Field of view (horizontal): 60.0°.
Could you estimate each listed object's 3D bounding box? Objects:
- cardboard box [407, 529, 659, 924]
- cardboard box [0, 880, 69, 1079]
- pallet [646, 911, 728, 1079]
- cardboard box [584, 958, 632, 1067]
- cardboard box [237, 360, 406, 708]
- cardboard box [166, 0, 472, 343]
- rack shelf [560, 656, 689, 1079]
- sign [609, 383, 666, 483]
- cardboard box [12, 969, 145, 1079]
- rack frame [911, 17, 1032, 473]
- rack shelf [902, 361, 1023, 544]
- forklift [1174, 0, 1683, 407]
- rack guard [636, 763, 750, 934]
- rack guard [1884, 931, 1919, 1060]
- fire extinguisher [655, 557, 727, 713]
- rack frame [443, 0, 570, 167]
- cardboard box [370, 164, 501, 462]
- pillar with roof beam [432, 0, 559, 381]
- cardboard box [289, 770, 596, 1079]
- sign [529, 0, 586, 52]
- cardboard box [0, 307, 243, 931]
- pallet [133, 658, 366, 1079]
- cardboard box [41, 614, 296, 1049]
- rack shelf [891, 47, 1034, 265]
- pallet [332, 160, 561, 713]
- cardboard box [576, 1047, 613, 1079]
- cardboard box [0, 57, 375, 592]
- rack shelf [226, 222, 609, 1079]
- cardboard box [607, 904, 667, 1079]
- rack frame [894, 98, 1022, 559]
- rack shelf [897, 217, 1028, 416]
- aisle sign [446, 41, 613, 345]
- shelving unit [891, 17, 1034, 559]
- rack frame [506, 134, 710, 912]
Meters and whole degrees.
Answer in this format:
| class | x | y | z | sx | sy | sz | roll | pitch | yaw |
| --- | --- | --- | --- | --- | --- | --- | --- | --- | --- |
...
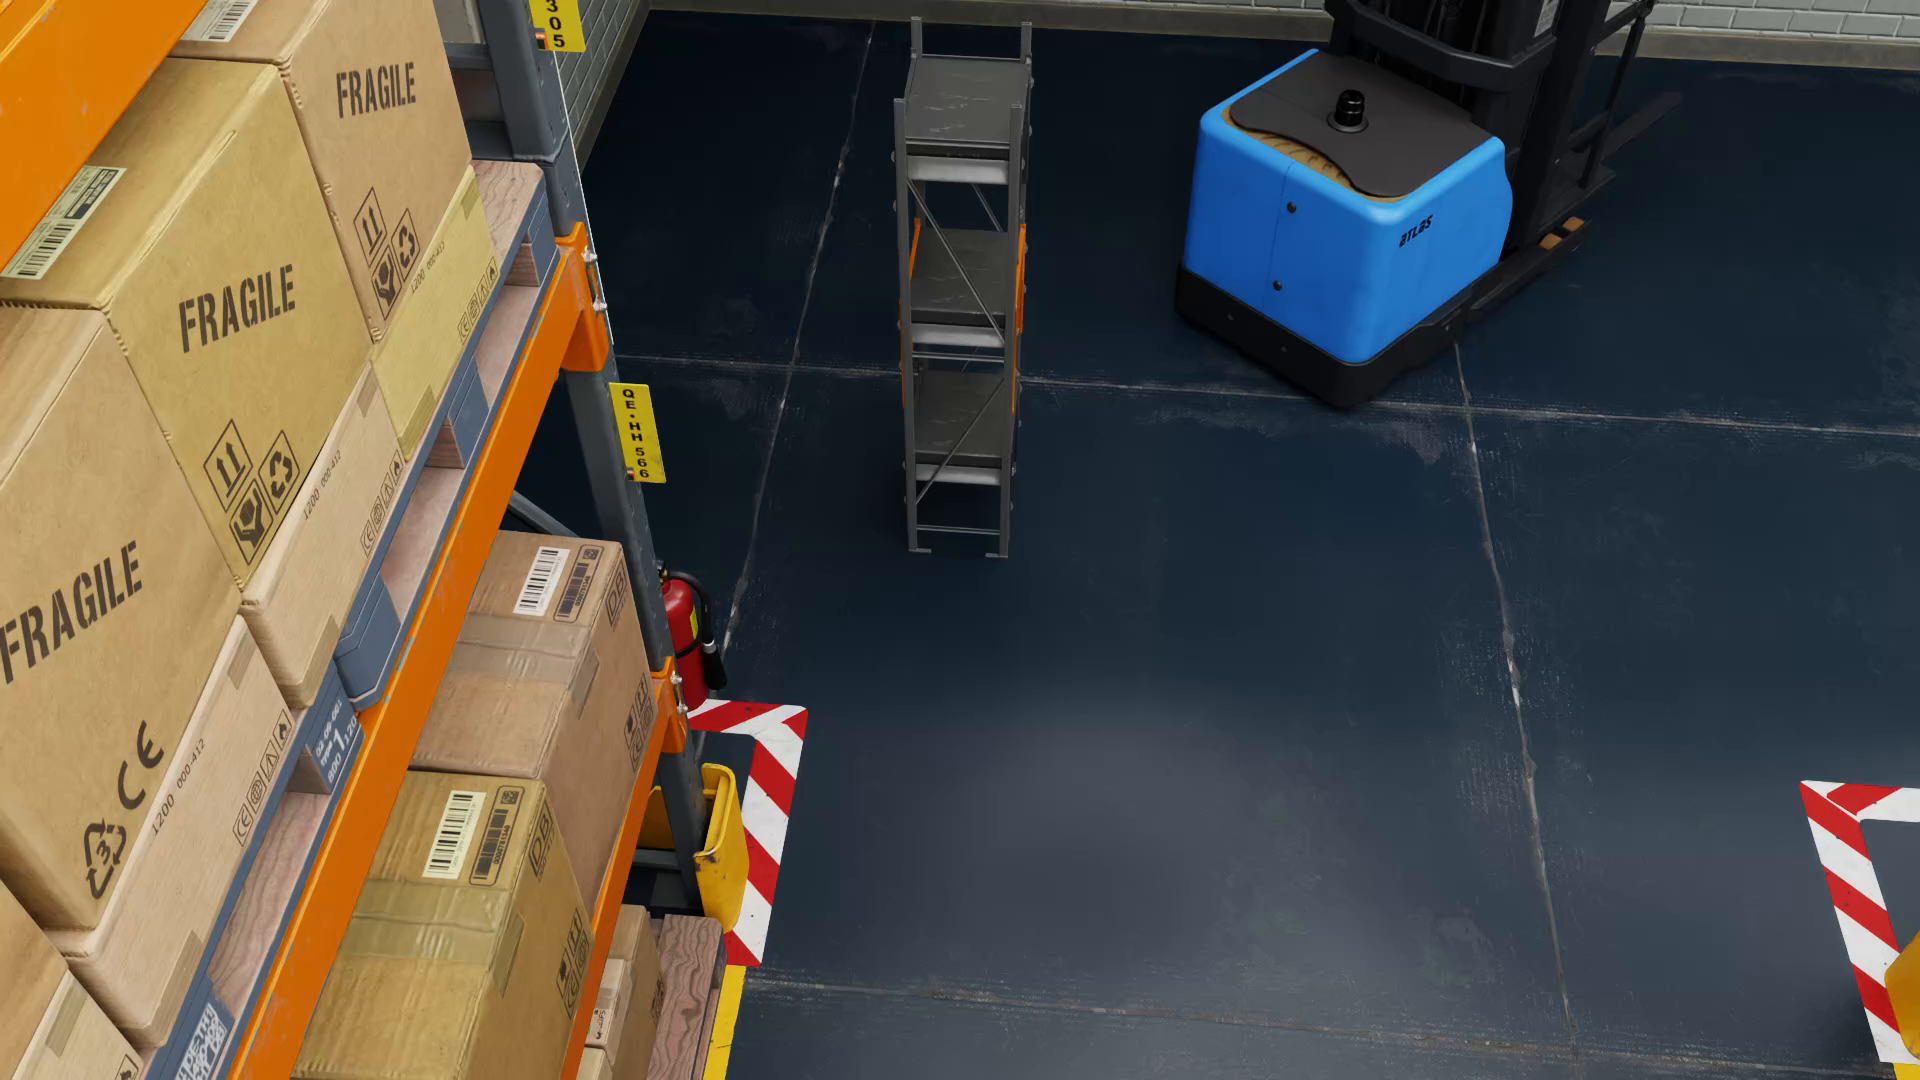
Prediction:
| class | x | y | z | sx | sy | sz | roll | pitch | yaw |
| --- | --- | --- | --- | --- | --- | --- | --- | --- | --- |
| cardboard box | -1.359 | 0.442 | 4.136 | 0.980 | 0.700 | 0.700 | 6 | 48 | 5 |
| cardboard box | -1.263 | 0.470 | 1.522 | 0.500 | 0.500 | 0.500 | 4 | 48 | 4 |
| pallet | -1.318 | 1.702 | 5.077 | 1.003 | 0.211 | 1.213 | 4 | 48 | 4 |
| cardboard box | -1.117 | 1.278 | 4.544 | 0.380 | 0.149 | 0.250 | 3 | 48 | 3 |
| cardboard box | -1.171 | -0.031 | 2.488 | 0.500 | 0.250 | 0.500 | 2 | 48 | 2 |
| cardboard box | -1.118 | -0.667 | 2.561 | 0.500 | 0.500 | 0.500 | 4 | 48 | 3 |
| rack shelf | -1.505 | 1.880 | 3.511 | 1.077 | 0.370 | 4.000 | 4 | 48 | 4 |
| sign | -0.784 | -0.256 | 4.033 | 0.100 | 0.325 | 0.005 | 4 | 48 | 4 |
| cardboard box | -1.262 | 0.729 | 1.793 | 0.500 | 0.250 | 0.500 | 3 | 48 | 2 |
| rack frame | 0.037 | -1.010 | 6.276 | 0.400 | 2.100 | 0.015 | 4 | 48 | 4 |
| rack shelf | 0.015 | -0.349 | 6.639 | 0.431 | 0.518 | 0.480 | 4 | 48 | 4 |
| forklift | 2.403 | -2.536 | 7.109 | 3.031 | 2.935 | 1.130 | -35 | 57 | -28 |
| rack guard | -1.320 | 0.994 | 5.528 | 1.175 | 0.500 | 0.348 | 4 | 48 | 4 |
| rack guard | 3.604 | 1.397 | 5.159 | 1.175 | 0.500 | 0.348 | 4 | 48 | 4 |
| fire extinguisher | -0.849 | 0.240 | 4.829 | 0.296 | 0.674 | 0.183 | 4 | 48 | 4 |
| rack frame | -1.323 | -1.857 | 2.376 | 1.000 | 3.000 | 0.127 | 4 | 48 | 4 |
| cardboard box | -1.125 | -0.414 | 2.838 | 0.500 | 0.250 | 0.500 | 5 | 48 | 5 |
| pillar with roof beam | 2.349 | -3.610 | 3.979 | 9.100 | 9.000 | 0.400 | 4 | 48 | 4 |
| cardboard box | -1.414 | 0.977 | 3.646 | 0.980 | 0.700 | 0.700 | 4 | 48 | 3 |
| sign | -0.784 | -1.070 | 3.143 | 0.100 | 0.325 | 0.005 | 4 | 48 | 4 |
| cardboard box | -1.213 | 0.084 | 1.874 | 0.500 | 0.500 | 0.500 | 2 | 48 | 2 |
| pallet | -1.488 | 0.630 | 2.194 | 1.003 | 0.211 | 1.213 | 4 | 48 | 4 |
| cardboard box | -1.214 | 0.352 | 2.138 | 0.500 | 0.250 | 0.500 | 3 | 48 | 2 |
| rack shelf | 0.015 | -1.294 | 5.606 | 0.431 | 0.518 | 0.480 | 4 | 48 | 4 |
| pallet | -1.380 | -0.269 | 3.017 | 1.003 | 0.211 | 1.213 | 4 | 48 | 4 |
| cardboard box | -1.140 | 1.466 | 4.372 | 0.380 | 0.149 | 0.250 | 5 | 48 | 5 |
| cardboard box | -1.174 | -0.300 | 2.225 | 0.500 | 0.500 | 0.500 | 5 | 48 | 5 |
| rack shelf | -1.505 | 0.868 | 2.404 | 1.077 | 0.370 | 4.000 | 4 | 48 | 4 |
| cardboard box | -1.287 | 1.391 | 4.881 | 0.700 | 0.500 | 0.500 | 4 | 48 | 4 |
| rack frame | -0.007 | -0.651 | 5.948 | 0.400 | 2.100 | 0.015 | 4 | 48 | 4 |
| rack shelf | 0.015 | -0.821 | 6.122 | 0.431 | 0.518 | 0.480 | 4 | 48 | 4 |
| aisle sign | -1.017 | -0.743 | 3.661 | 0.394 | 0.787 | 0.004 | 4 | 48 | 4 |
| shelving unit | 0.015 | -0.830 | 6.112 | 0.431 | 2.100 | 0.503 | 4 | 48 | 4 |
| rack frame | -1.323 | 0.168 | 4.590 | 1.000 | 3.000 | 0.127 | 4 | 48 | 4 |
